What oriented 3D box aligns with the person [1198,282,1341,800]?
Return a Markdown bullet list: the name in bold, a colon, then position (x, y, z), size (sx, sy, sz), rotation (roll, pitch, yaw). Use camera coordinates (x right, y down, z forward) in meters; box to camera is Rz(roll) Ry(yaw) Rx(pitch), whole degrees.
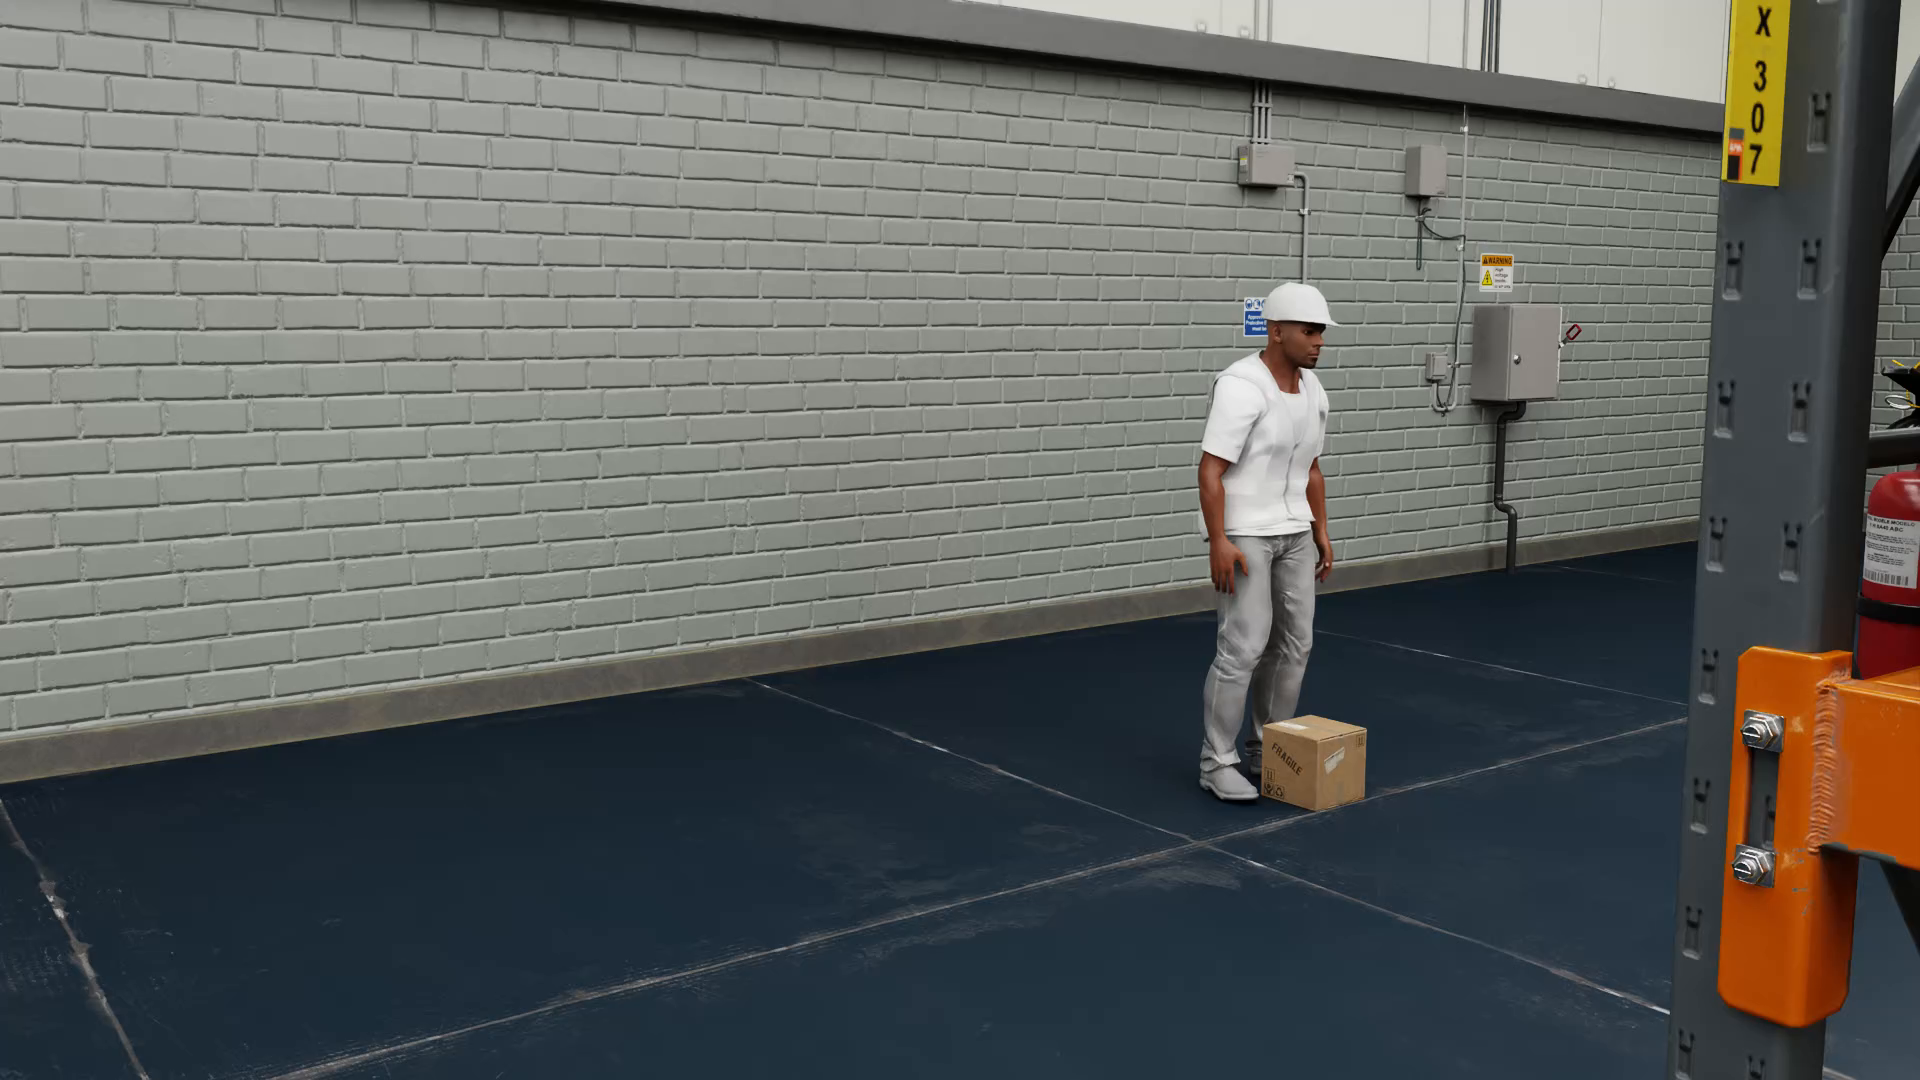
- **person**: position (1.082, -0.008, 5.793), size (0.634, 1.760, 0.460), rotation (-6, 10, -39)
